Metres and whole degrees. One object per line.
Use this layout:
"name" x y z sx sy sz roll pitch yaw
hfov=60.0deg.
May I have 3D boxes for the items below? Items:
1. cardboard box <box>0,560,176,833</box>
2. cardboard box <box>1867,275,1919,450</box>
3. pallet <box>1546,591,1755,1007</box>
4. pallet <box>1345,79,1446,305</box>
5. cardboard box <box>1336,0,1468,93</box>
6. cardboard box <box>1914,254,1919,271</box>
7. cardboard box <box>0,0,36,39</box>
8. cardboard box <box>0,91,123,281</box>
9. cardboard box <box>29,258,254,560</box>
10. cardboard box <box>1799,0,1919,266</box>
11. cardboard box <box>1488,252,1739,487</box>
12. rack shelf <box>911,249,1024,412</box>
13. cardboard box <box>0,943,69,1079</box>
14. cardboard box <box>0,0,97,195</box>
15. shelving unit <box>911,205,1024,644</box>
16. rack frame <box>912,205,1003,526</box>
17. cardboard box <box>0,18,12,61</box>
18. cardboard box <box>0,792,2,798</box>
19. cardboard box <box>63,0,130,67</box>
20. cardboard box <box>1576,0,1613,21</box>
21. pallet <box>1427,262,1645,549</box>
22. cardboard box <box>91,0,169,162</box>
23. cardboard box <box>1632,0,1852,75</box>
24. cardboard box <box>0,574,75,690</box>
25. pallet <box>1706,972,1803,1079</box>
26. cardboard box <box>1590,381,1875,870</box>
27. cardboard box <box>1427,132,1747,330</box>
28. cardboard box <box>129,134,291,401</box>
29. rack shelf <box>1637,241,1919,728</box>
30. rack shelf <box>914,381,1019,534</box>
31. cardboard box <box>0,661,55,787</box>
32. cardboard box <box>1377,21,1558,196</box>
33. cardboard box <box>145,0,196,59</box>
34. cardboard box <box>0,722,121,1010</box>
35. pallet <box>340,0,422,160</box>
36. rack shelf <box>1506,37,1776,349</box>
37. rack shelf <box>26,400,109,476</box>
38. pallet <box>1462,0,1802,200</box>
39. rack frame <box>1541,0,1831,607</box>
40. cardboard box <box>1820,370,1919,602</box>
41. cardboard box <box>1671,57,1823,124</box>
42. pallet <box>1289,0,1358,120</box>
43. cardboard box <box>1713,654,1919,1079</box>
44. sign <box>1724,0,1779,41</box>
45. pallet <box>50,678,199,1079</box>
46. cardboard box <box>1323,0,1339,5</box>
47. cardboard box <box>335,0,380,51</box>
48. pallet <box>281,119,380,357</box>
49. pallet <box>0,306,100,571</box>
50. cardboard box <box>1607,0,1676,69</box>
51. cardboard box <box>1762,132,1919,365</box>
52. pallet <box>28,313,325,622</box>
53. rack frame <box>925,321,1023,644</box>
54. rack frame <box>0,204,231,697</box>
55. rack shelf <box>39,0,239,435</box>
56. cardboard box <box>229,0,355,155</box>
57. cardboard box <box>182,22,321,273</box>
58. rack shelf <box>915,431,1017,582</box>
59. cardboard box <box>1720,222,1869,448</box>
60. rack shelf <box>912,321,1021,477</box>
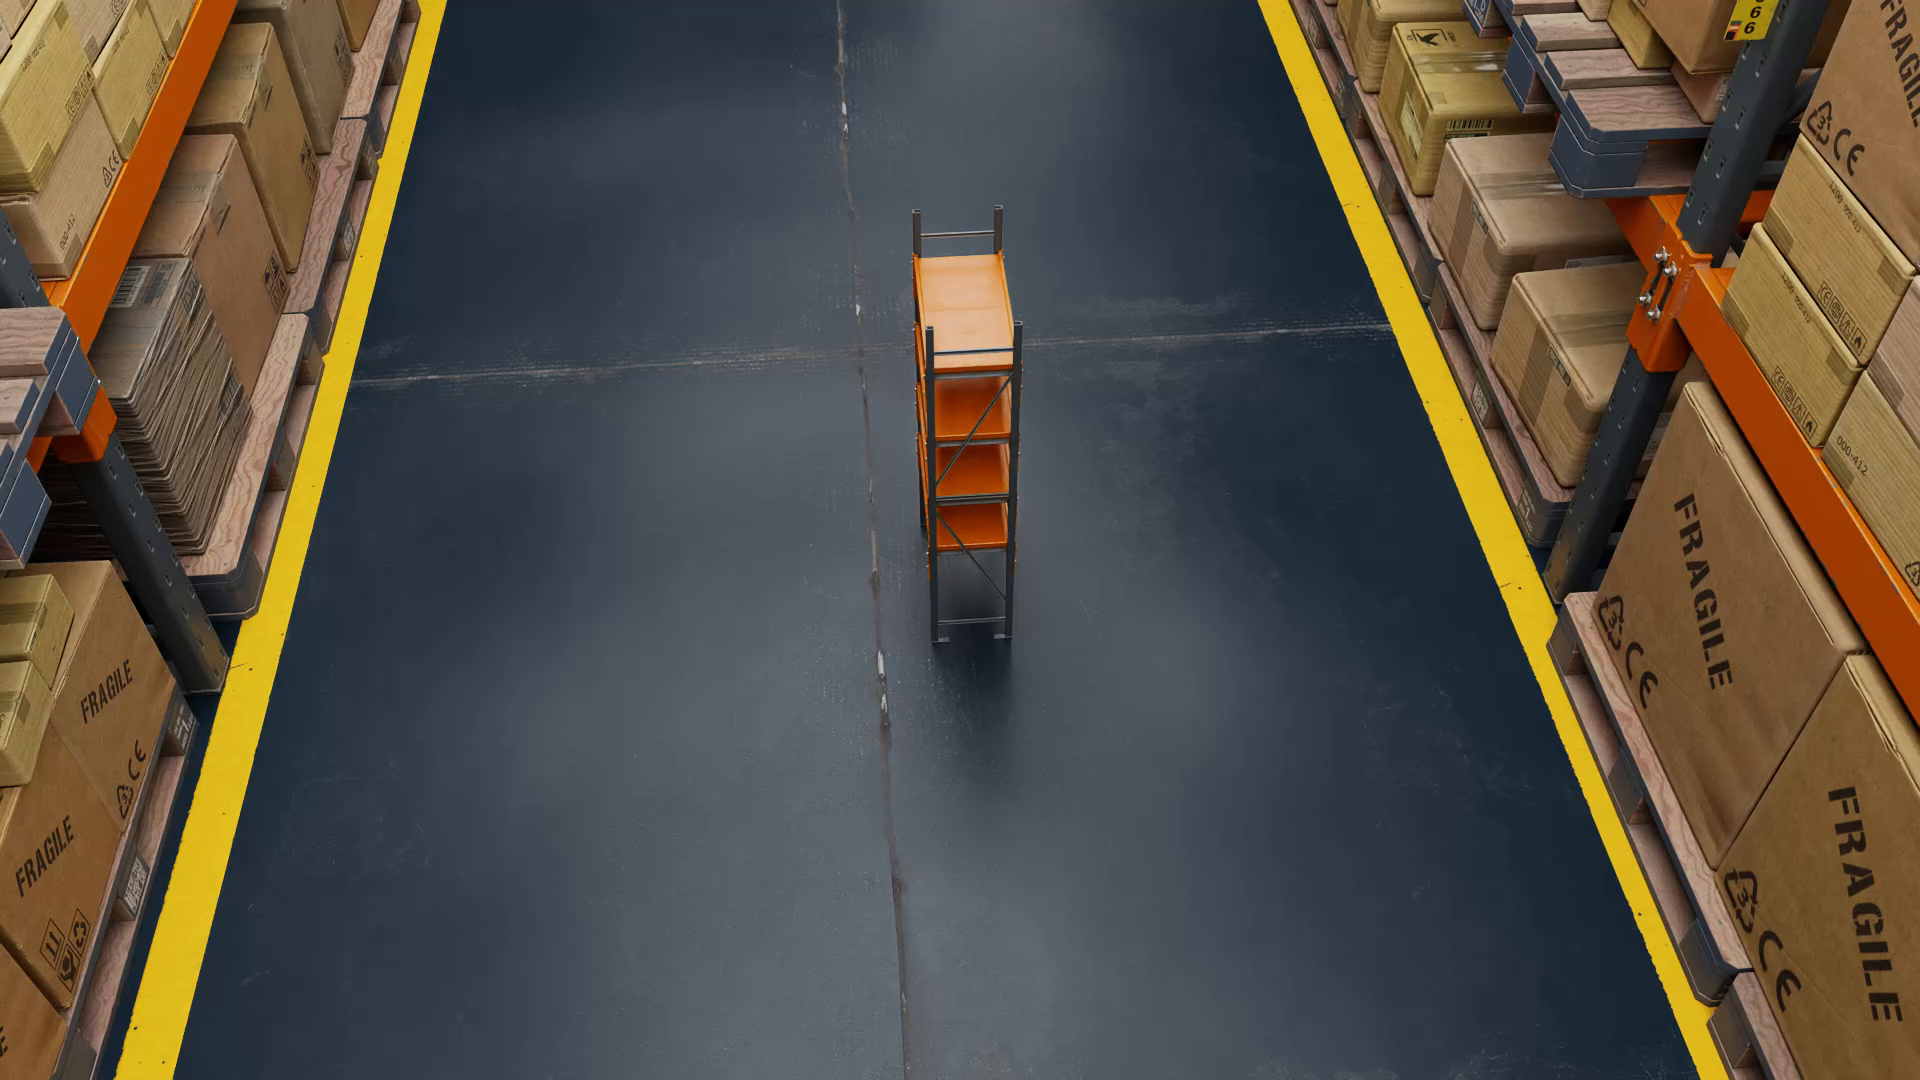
"cardboard box" -2.396 0.410 4.229 0.500 0.500 0.500 -2 47 -2
"cardboard box" 2.139 -0.268 3.196 0.500 0.250 0.500 -2 47 -2
"pallet" 2.291 0.631 4.507 1.003 0.211 1.213 -3 47 -3
"pallet" 2.137 -1.390 6.421 1.003 0.211 1.213 -3 47 -3
"cardboard box" 2.075 -2.138 6.730 0.950 0.372 0.625 -1 47 -1
"cardboard box" 2.149 -0.551 2.948 0.500 0.500 0.500 -3 47 -3
"cardboard box" -2.403 -1.297 3.897 0.380 0.149 0.250 -3 47 -2
"cardboard box" -2.439 -0.883 4.123 0.500 0.250 0.500 -3 47 -3
"cardboard box" -2.684 -0.378 4.889 0.875 0.625 0.625 -2 47 -2
"cardboard box" 2.098 -0.909 3.288 0.500 0.500 0.500 -5 47 -5
"cardboard box" 2.263 -0.553 5.228 0.950 0.372 0.625 -6 47 -6
"rack shelf" 0.014 -0.563 4.416 0.258 0.148 0.480 -3 47 -3
"cardboard box" -2.318 1.151 3.527 0.500 0.500 0.500 -2 47 -2
"cardboard box" -2.415 -1.056 3.943 0.500 0.250 0.500 -4 47 -3
"shelving unit" 0.014 -0.293 4.701 0.258 1.200 0.503 -3 47 -3
"rack frame" -0.007 -0.469 4.868 0.240 1.200 0.015 -3 47 -3
"cardboard box" -2.379 -1.104 3.714 0.380 0.149 0.250 -2 47 -2
"cardboard box" -2.320 0.624 3.578 0.380 0.149 0.250 -5 47 -5
"cardboard box" -2.480 -1.417 4.285 0.500 0.250 0.500 -2 47 -2
"cardboard box" 1.878 -1.553 4.539 0.380 0.149 0.250 -4 47 -4
"pallet" 2.236 -0.510 5.587 1.003 0.211 1.213 -3 47 -3
"cardboard box" -2.477 -1.247 4.468 0.500 0.250 0.500 -4 47 -4
"cardboard box" 1.985 -1.496 4.038 0.500 0.500 0.500 -5 47 -4
"cardboard box" -2.352 0.236 3.947 0.380 0.149 0.250 -6 47 -5
"pallet" 2.390 1.512 3.673 1.003 0.211 1.213 -3 47 -3
"cardboard box" 2.275 0.188 4.180 0.875 0.875 0.875 -4 47 -4
"cardboard box" 2.193 -1.086 5.734 0.950 0.372 0.625 -4 47 -4
"cardboard box" -2.747 -0.851 5.336 0.875 0.625 0.625 -2 47 -2
"rack shelf" 2.468 0.791 2.930 1.077 0.370 4.000 -3 47 -3
"rack shelf" 0.014 -0.247 4.750 0.258 0.148 0.480 -3 47 -3
"cardboard box" -2.298 0.431 3.761 0.380 0.149 0.250 -6 47 -5
"cardboard box" 2.135 -1.636 6.254 0.950 0.372 0.625 -2 47 -2
"cardboard box" -2.527 -1.619 4.821 0.500 0.250 0.500 -5 47 -5
"cardboard box" -2.365 0.772 3.885 0.500 0.500 0.500 -4 47 -4
"pallet" -2.880 -2.003 7.002 1.003 0.211 1.213 -3 47 -3
"rack shelf" 2.133 -2.103 5.671 1.077 0.370 4.000 -3 47 -3
"rack shelf" -2.478 1.096 2.642 1.077 0.370 4.000 -3 47 -3
"pallet" 2.134 -1.346 4.591 1.213 0.211 1.003 -3 47 -3
"rack frame" 2.300 -0.903 4.039 1.000 3.000 0.127 -3 47 -3
"cardboard box" 2.151 -0.112 3.393 0.500 0.250 0.500 -5 47 -4
"cardboard box" 2.038 -1.184 4.189 0.380 0.149 0.250 -2 47 -2
"pallet" 2.032 -2.275 7.259 1.003 0.211 1.213 -3 47 -3
"cardboard box" 2.346 0.834 3.569 0.875 0.875 0.875 -3 47 -3
"sign" 1.760 -1.234 3.610 0.100 0.325 0.005 -3 47 -3
"pallet" -2.621 0.903 4.250 1.003 0.211 1.213 -3 47 -3
"cardboard box" 2.012 -2.658 7.222 0.950 0.372 0.625 -3 47 -3
"cardboard box" -2.926 -2.444 6.845 0.875 0.625 0.625 -2 47 -2
"pallet" -2.775 -1.118 6.164 1.003 0.211 1.213 -3 47 -3
"pallet" -2.519 -0.046 3.360 1.213 0.211 1.003 -3 47 -3
"cardboard box" 1.944 -1.373 4.369 0.380 0.149 0.250 -3 47 -3
"cardboard box" 2.096 -0.642 3.551 0.500 0.250 0.500 -4 47 -4
"pallet" -2.676 -0.238 5.330 1.003 0.211 1.213 -3 47 -3
"rack frame" 0.034 -0.116 4.534 0.240 1.200 0.015 -3 47 -3
"rack frame" -2.646 -0.598 3.751 1.000 3.000 0.127 -3 47 -3
"rack shelf" -2.813 -1.798 5.383 1.077 0.370 4.000 -3 47 -3
"cardboard box" -2.869 -1.882 6.312 0.875 0.625 0.625 -4 47 -4
"cardboard box" -2.804 -1.338 5.797 0.875 0.625 0.625 -5 47 -5
"rack shelf" 0.014 -0.110 4.894 0.258 0.148 0.480 -3 47 -3
"cardboard box" 2.090 -0.482 3.744 0.500 0.250 0.500 -4 47 -4
"rack shelf" 0.014 -0.400 4.587 0.258 0.148 0.480 -3 47 -3
